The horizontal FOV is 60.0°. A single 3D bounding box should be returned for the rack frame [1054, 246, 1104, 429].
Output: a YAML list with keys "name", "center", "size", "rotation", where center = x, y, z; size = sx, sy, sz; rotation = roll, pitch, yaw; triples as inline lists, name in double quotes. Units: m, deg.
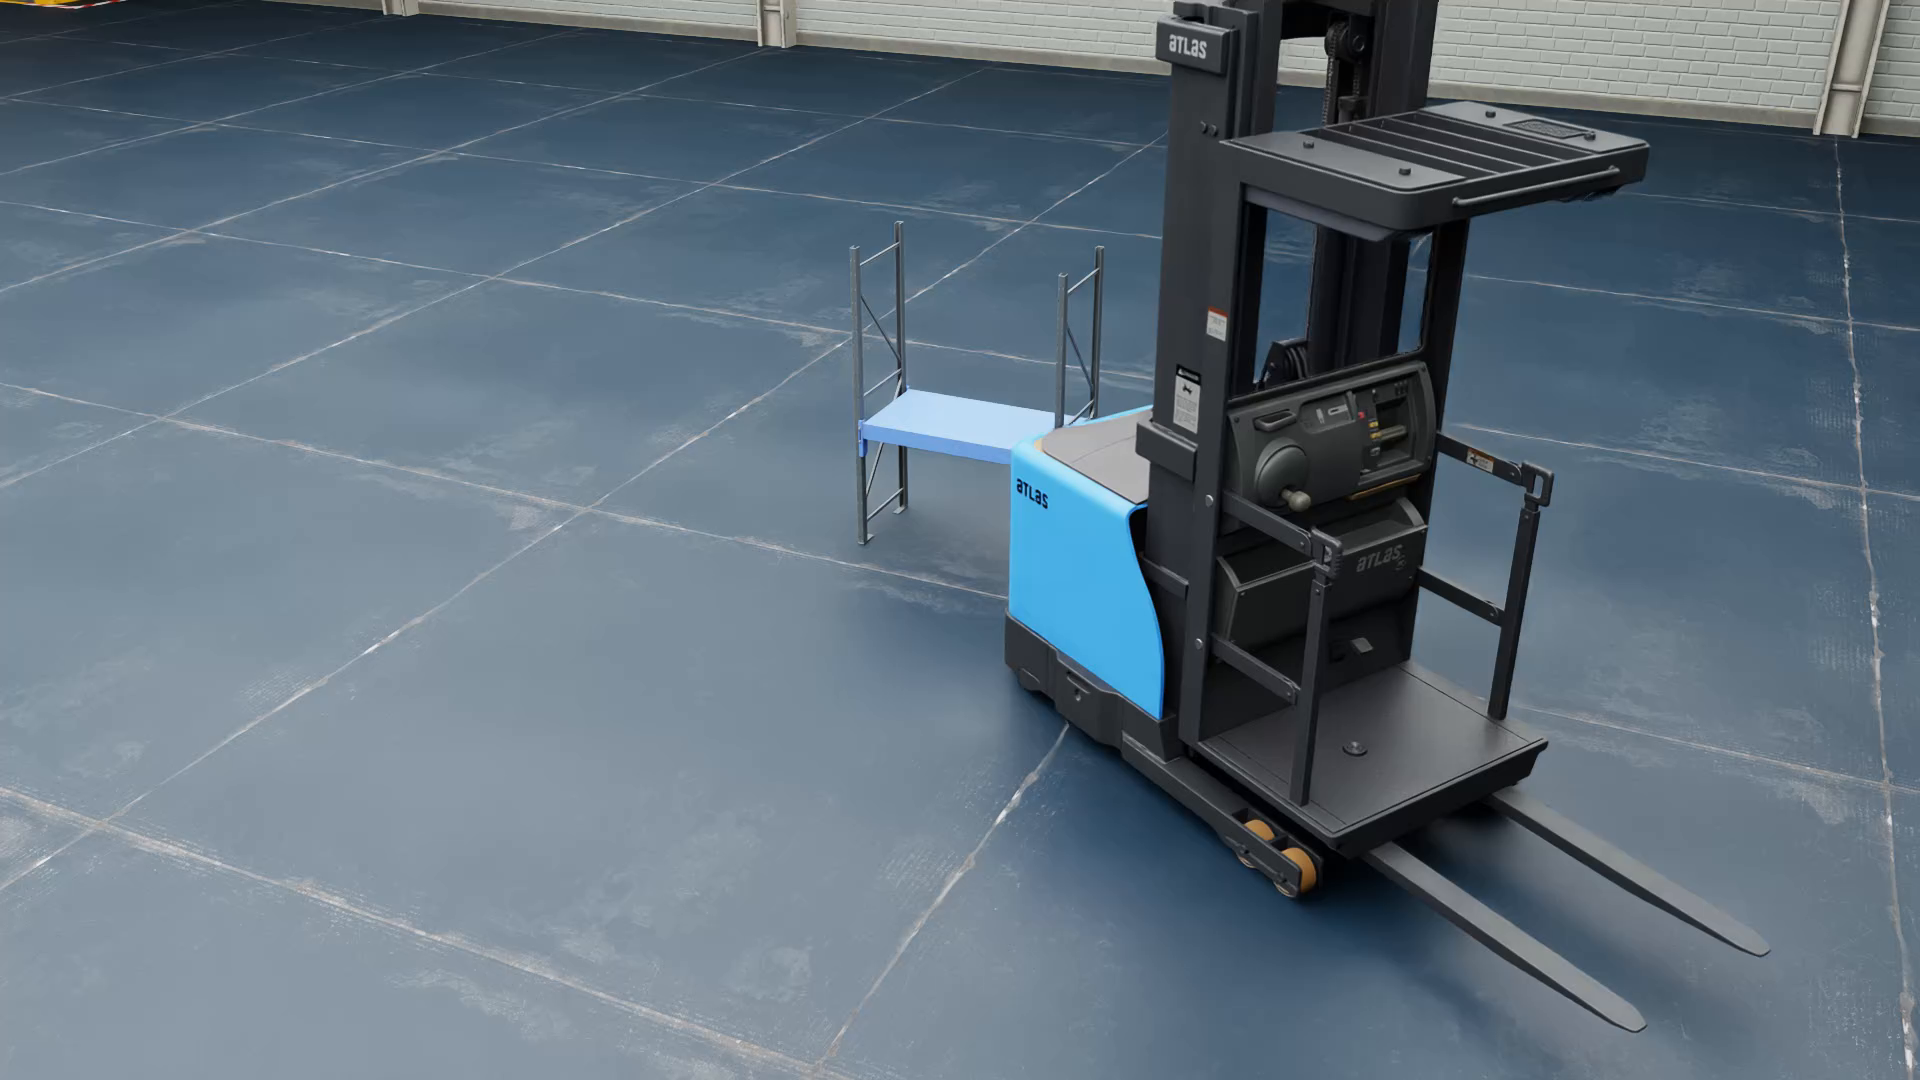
- name: "rack frame"
  center: [0.540, -0.564, 7.698]
  size: [0.032, 1.500, 0.500]
  rotation: [11, 28, 22]

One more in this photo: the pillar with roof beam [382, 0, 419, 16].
- name: "pillar with roof beam"
  center: [-9.530, -9.614, 17.590]
  size: [0.400, 9.000, 9.100]
  rotation: [11, 28, 22]

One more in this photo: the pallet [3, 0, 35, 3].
- name: "pallet"
  center: [-13.663, -8.133, 24.530]
  size: [1.213, 0.211, 1.003]
  rotation: [11, 28, 22]

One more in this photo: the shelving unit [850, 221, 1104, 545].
- name: "shelving unit"
  center: [0.078, -0.657, 7.887]
  size: [1.048, 1.500, 0.538]
  rotation: [11, 28, 22]

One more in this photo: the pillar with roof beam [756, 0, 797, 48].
- name: "pillar with roof beam"
  center: [-4.069, -8.517, 15.361]
  size: [0.400, 9.000, 9.100]
  rotation: [11, 28, 22]

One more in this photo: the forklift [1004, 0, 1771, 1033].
- name: "forklift"
  center: [1.415, -0.322, 5.587]
  size: [1.130, 2.935, 3.031]
  rotation: [-16, 30, -29]

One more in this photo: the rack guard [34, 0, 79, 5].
- name: "rack guard"
  center: [-12.928, -8.135, 24.207]
  size: [0.348, 0.500, 1.175]
  rotation: [11, 28, 22]

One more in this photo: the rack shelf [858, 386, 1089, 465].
- name: "rack shelf"
  center: [0.078, -0.496, 7.967]
  size: [1.000, 0.185, 0.538]
  rotation: [11, 28, 22]

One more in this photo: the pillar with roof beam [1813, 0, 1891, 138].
- name: "pillar with roof beam"
  center: [6.855, -6.323, 10.905]
  size: [0.400, 9.000, 9.100]
  rotation: [11, 28, 22]

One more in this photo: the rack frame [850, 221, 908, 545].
- name: "rack frame"
  center: [-0.385, -0.750, 8.076]
  size: [0.032, 1.500, 0.500]
  rotation: [11, 28, 22]
